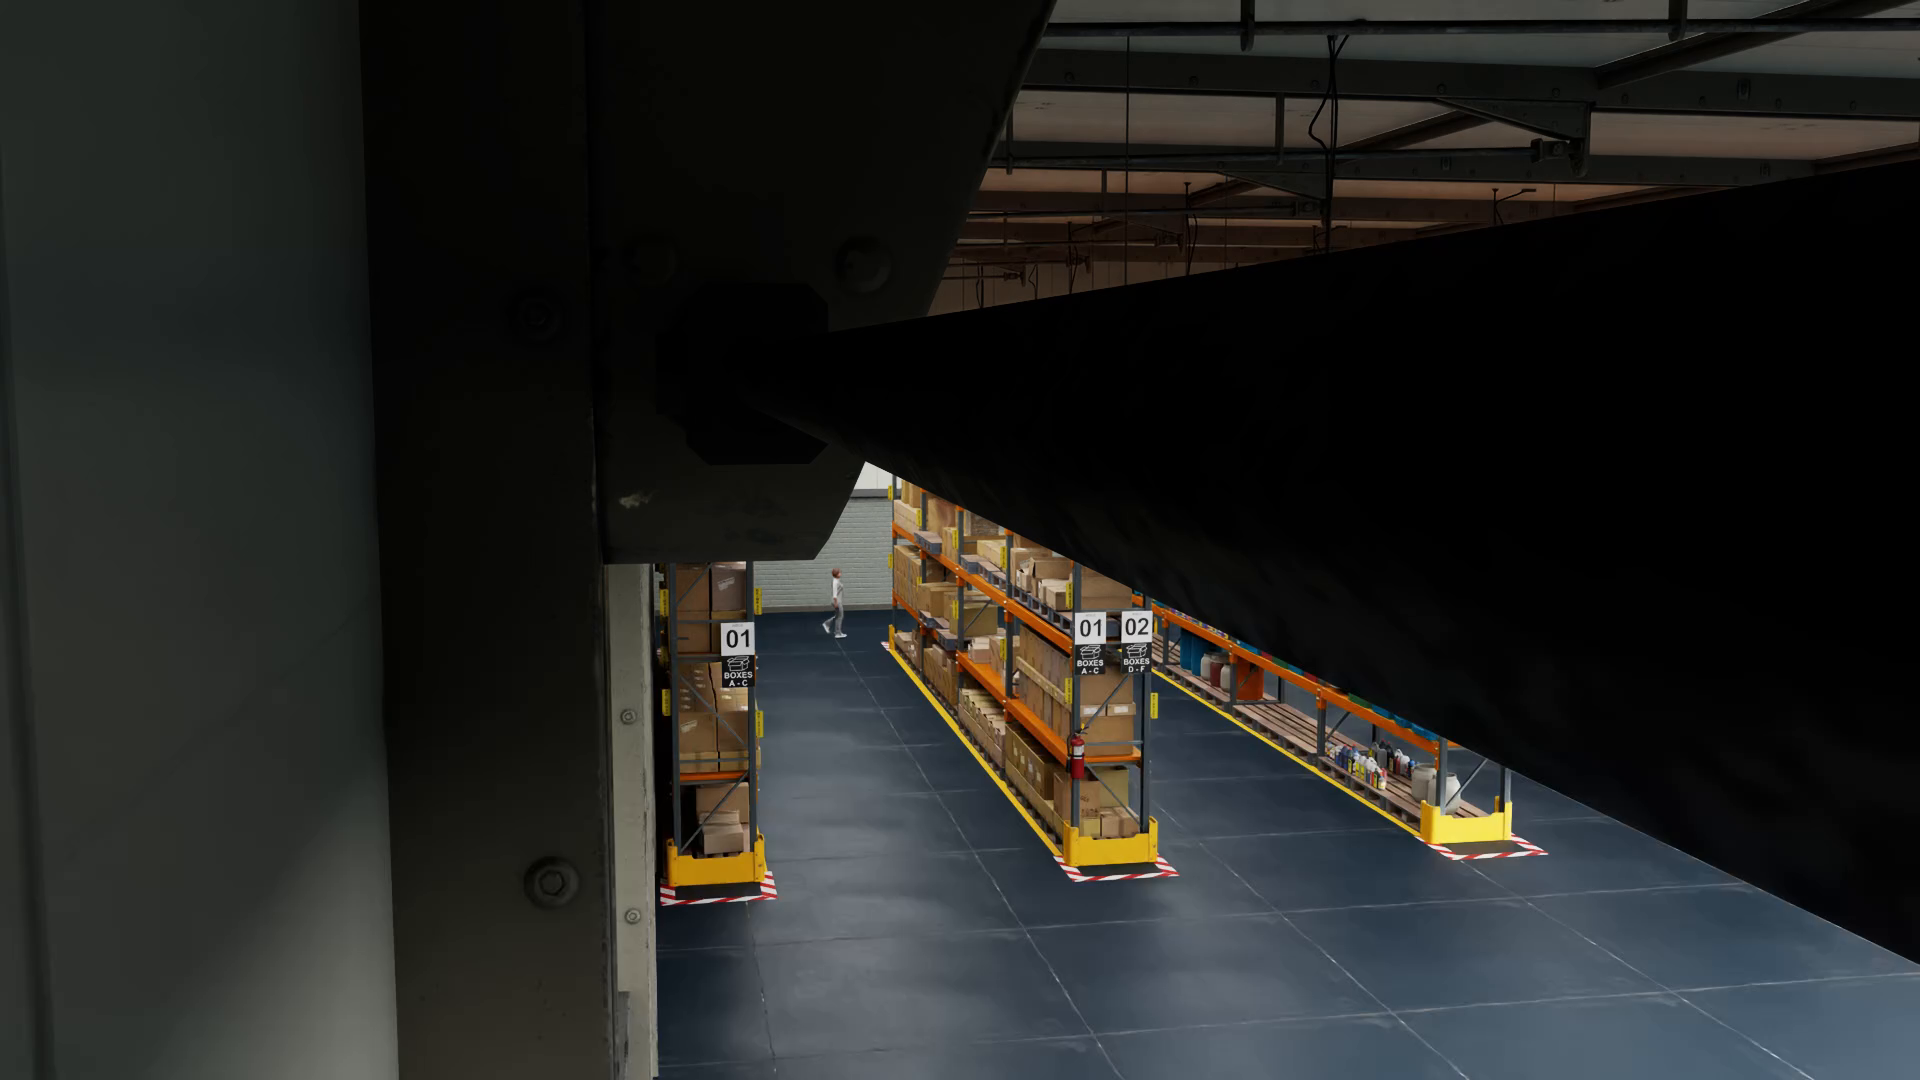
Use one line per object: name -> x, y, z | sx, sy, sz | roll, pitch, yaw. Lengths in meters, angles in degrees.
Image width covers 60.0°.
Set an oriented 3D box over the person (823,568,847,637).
person -> -2.861, 1.426, 37.939 | 0.537, 1.589, 0.406 | -1, 6, -11
